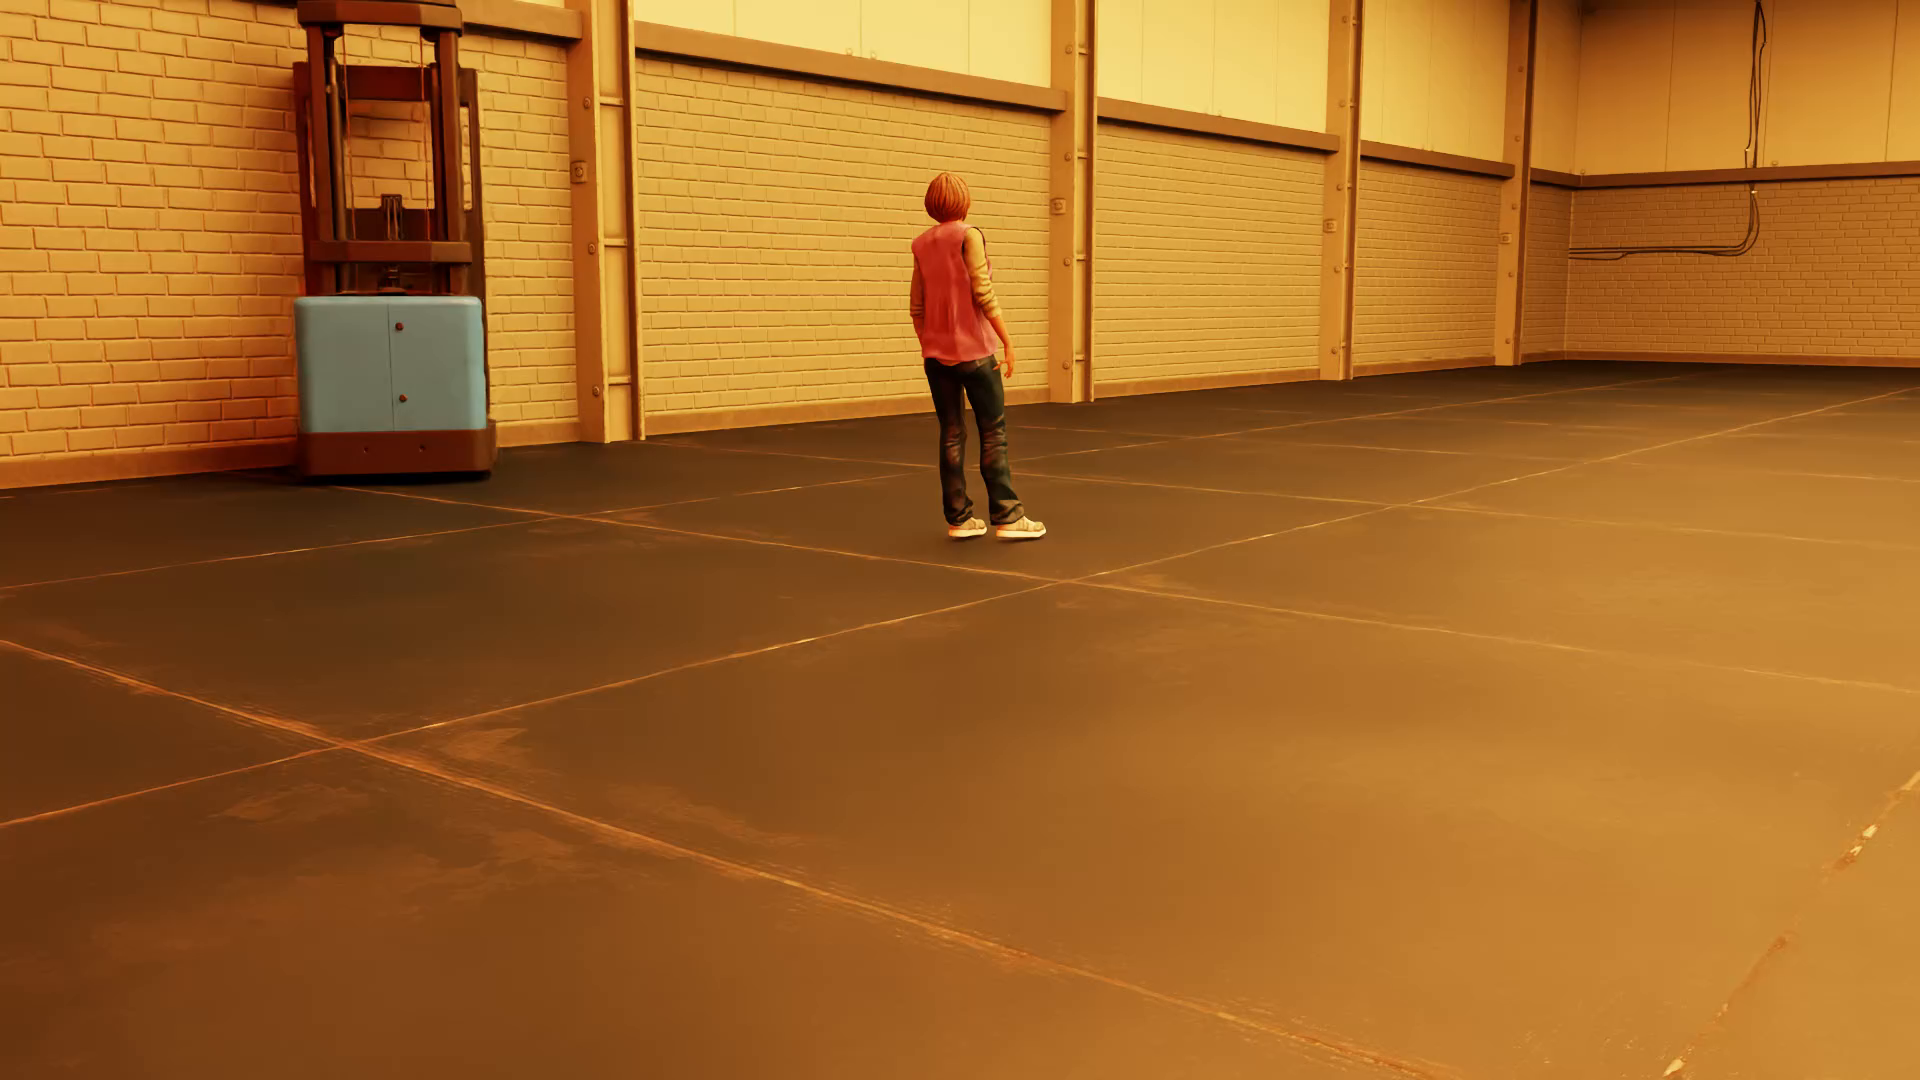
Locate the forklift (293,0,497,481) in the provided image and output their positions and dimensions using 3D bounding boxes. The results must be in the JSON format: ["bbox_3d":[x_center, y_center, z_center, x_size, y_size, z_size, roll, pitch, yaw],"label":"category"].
[{"bbox_3d":[-3.647,-1.972,10.755,1.130,2.935,3.031,-2,9,-16],"label":"forklift"}]

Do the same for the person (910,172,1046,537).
[{"bbox_3d":[0.057,-0.805,7.336,0.520,1.597,0.476,7,11,38],"label":"person"}]
